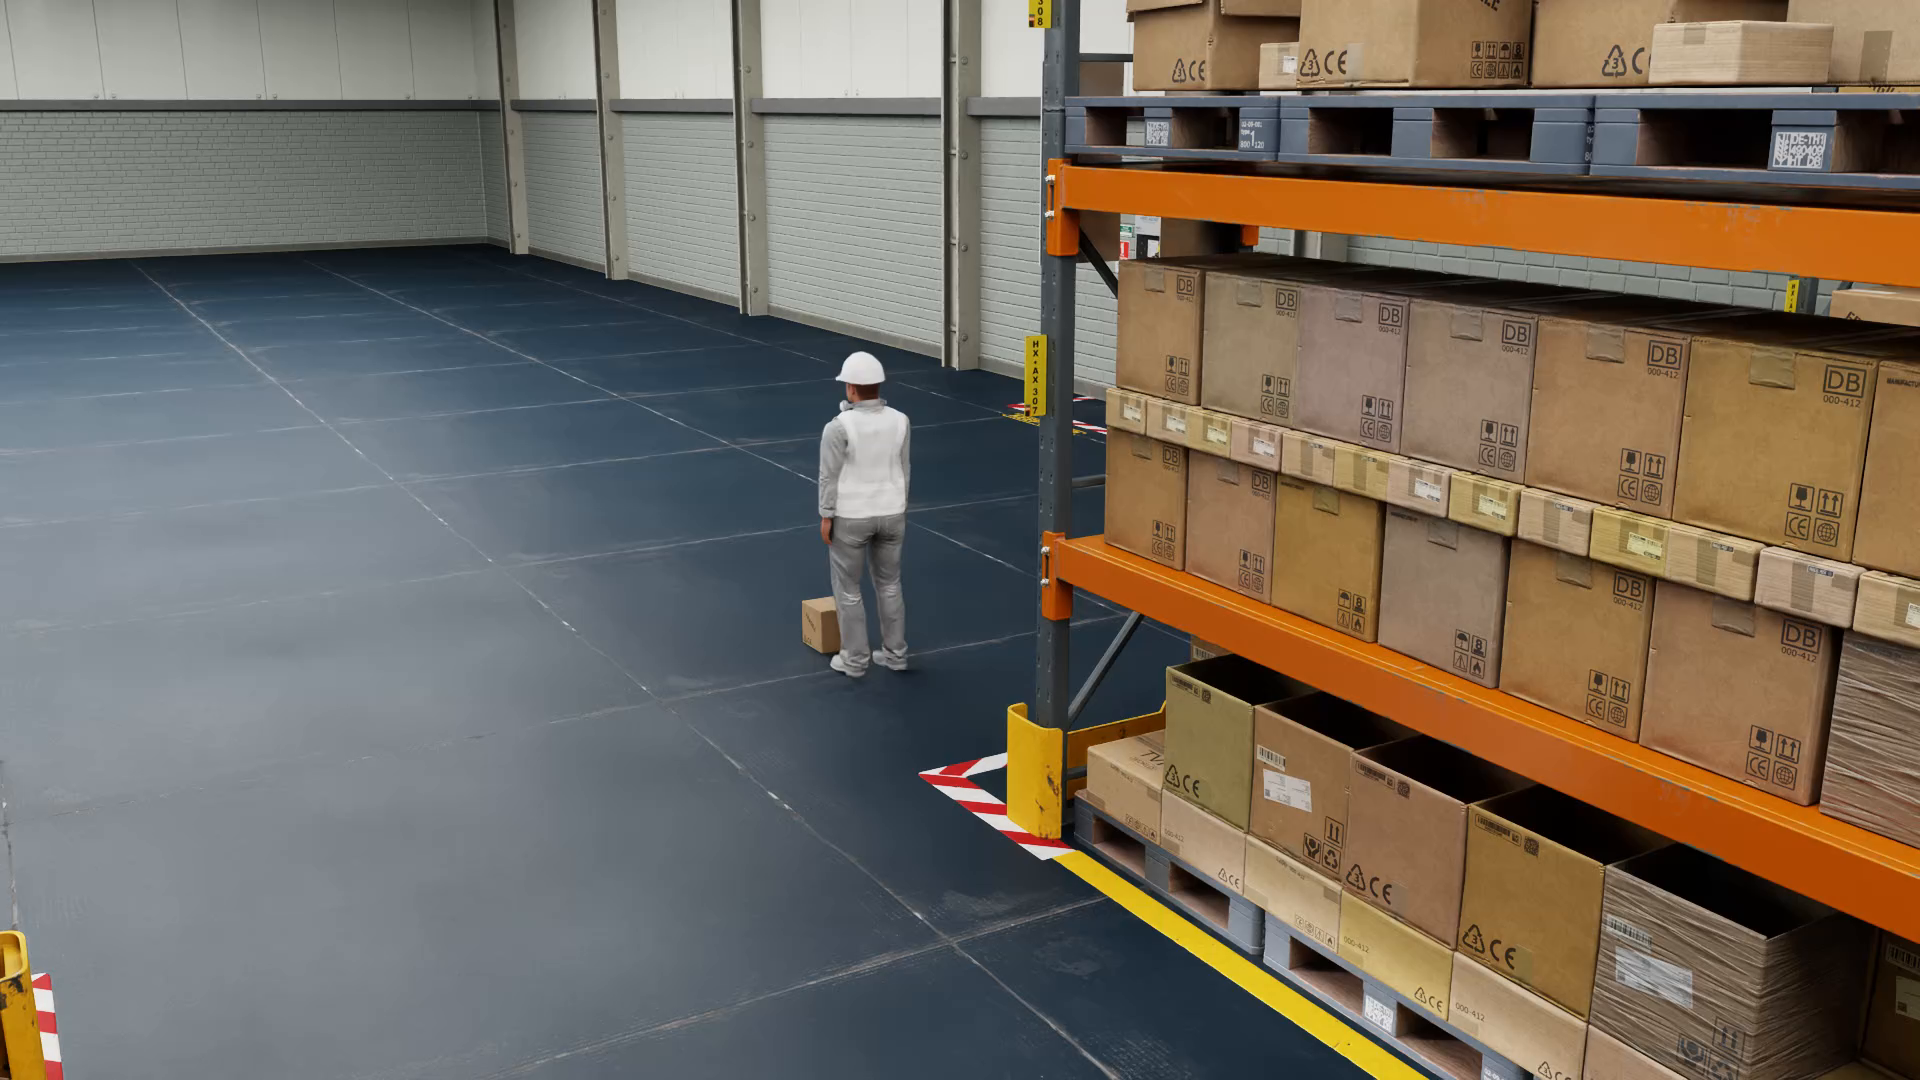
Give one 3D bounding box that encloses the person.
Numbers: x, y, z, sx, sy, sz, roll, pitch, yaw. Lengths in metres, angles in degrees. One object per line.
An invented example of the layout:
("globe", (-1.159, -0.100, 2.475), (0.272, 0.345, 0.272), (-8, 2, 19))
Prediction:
("person", (-0.523, -0.134, 9.000), (0.533, 1.771, 0.360), (-8, 17, -29))
